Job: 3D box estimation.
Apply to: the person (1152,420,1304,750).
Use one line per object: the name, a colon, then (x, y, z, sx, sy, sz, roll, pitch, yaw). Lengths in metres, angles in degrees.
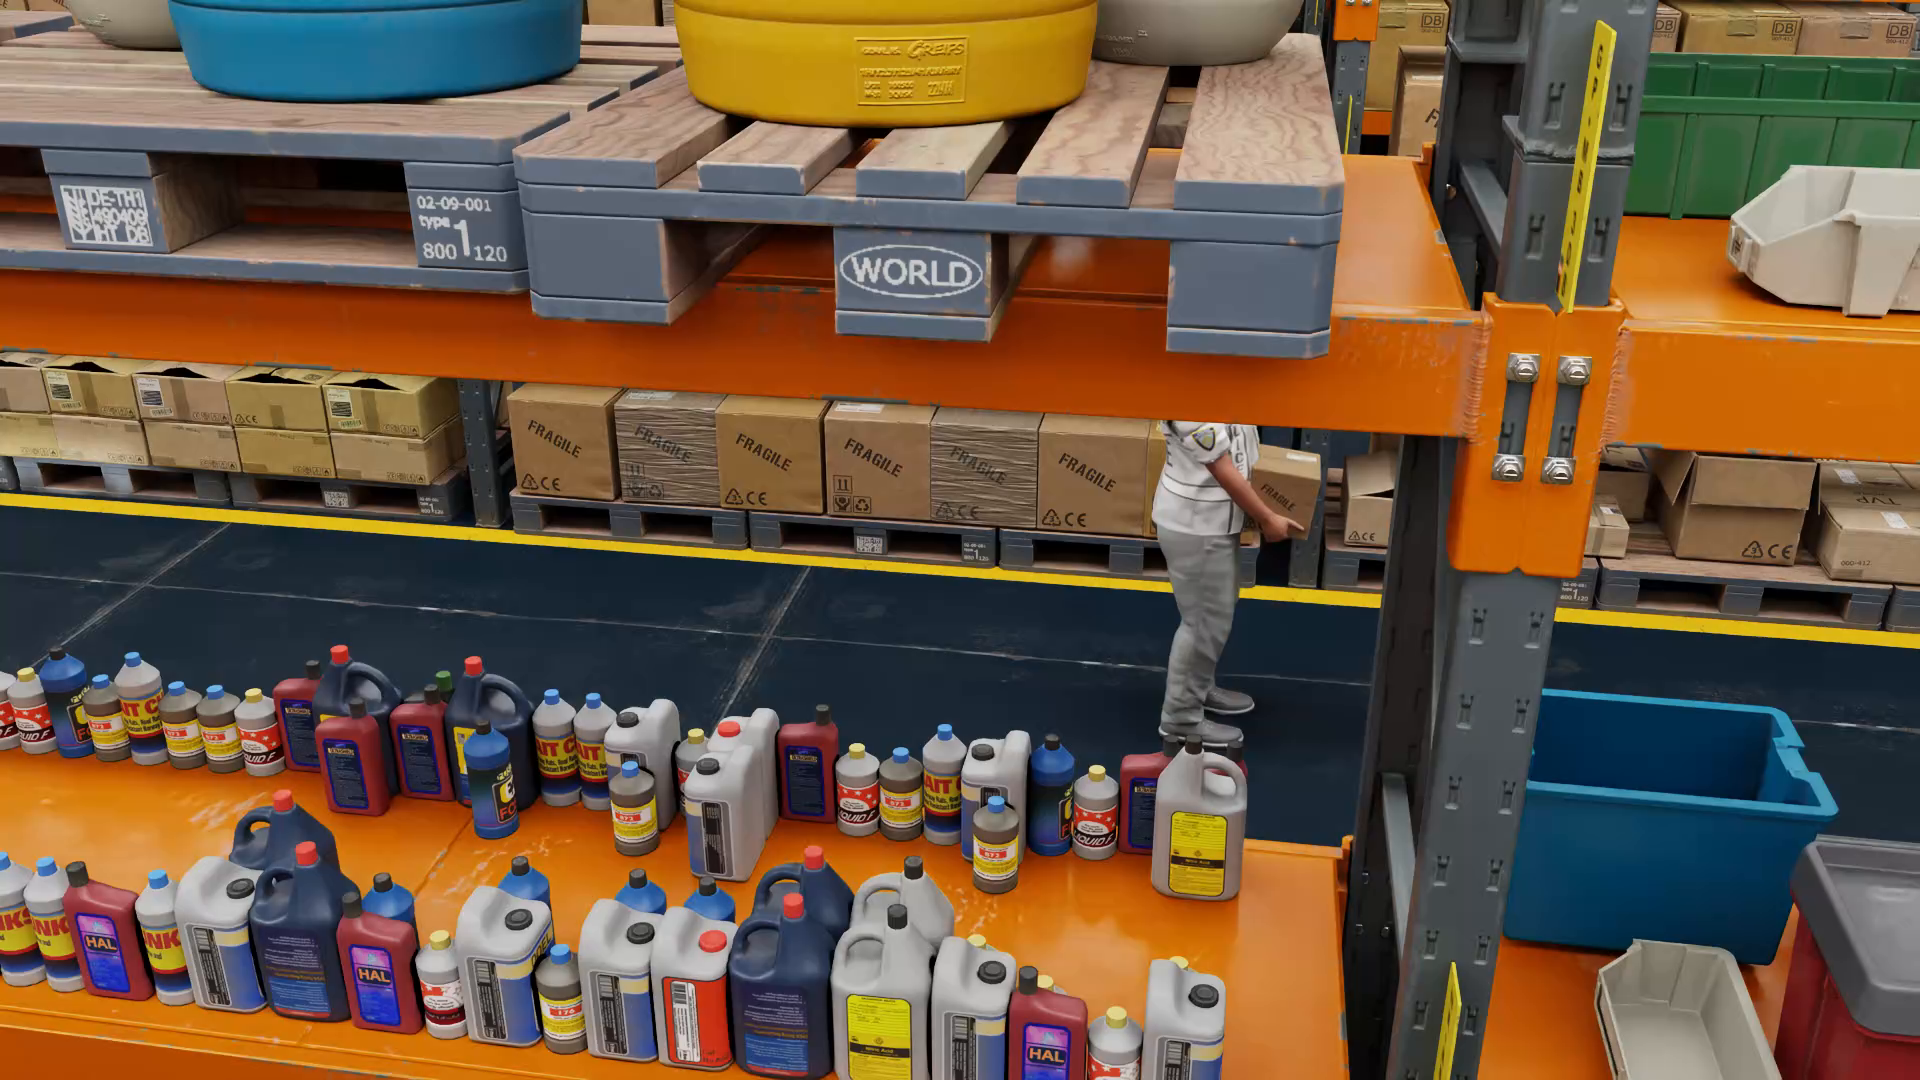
person: (1.005, -0.082, 6.258, 0.565, 1.767, 0.494, 5, 25, 10)
